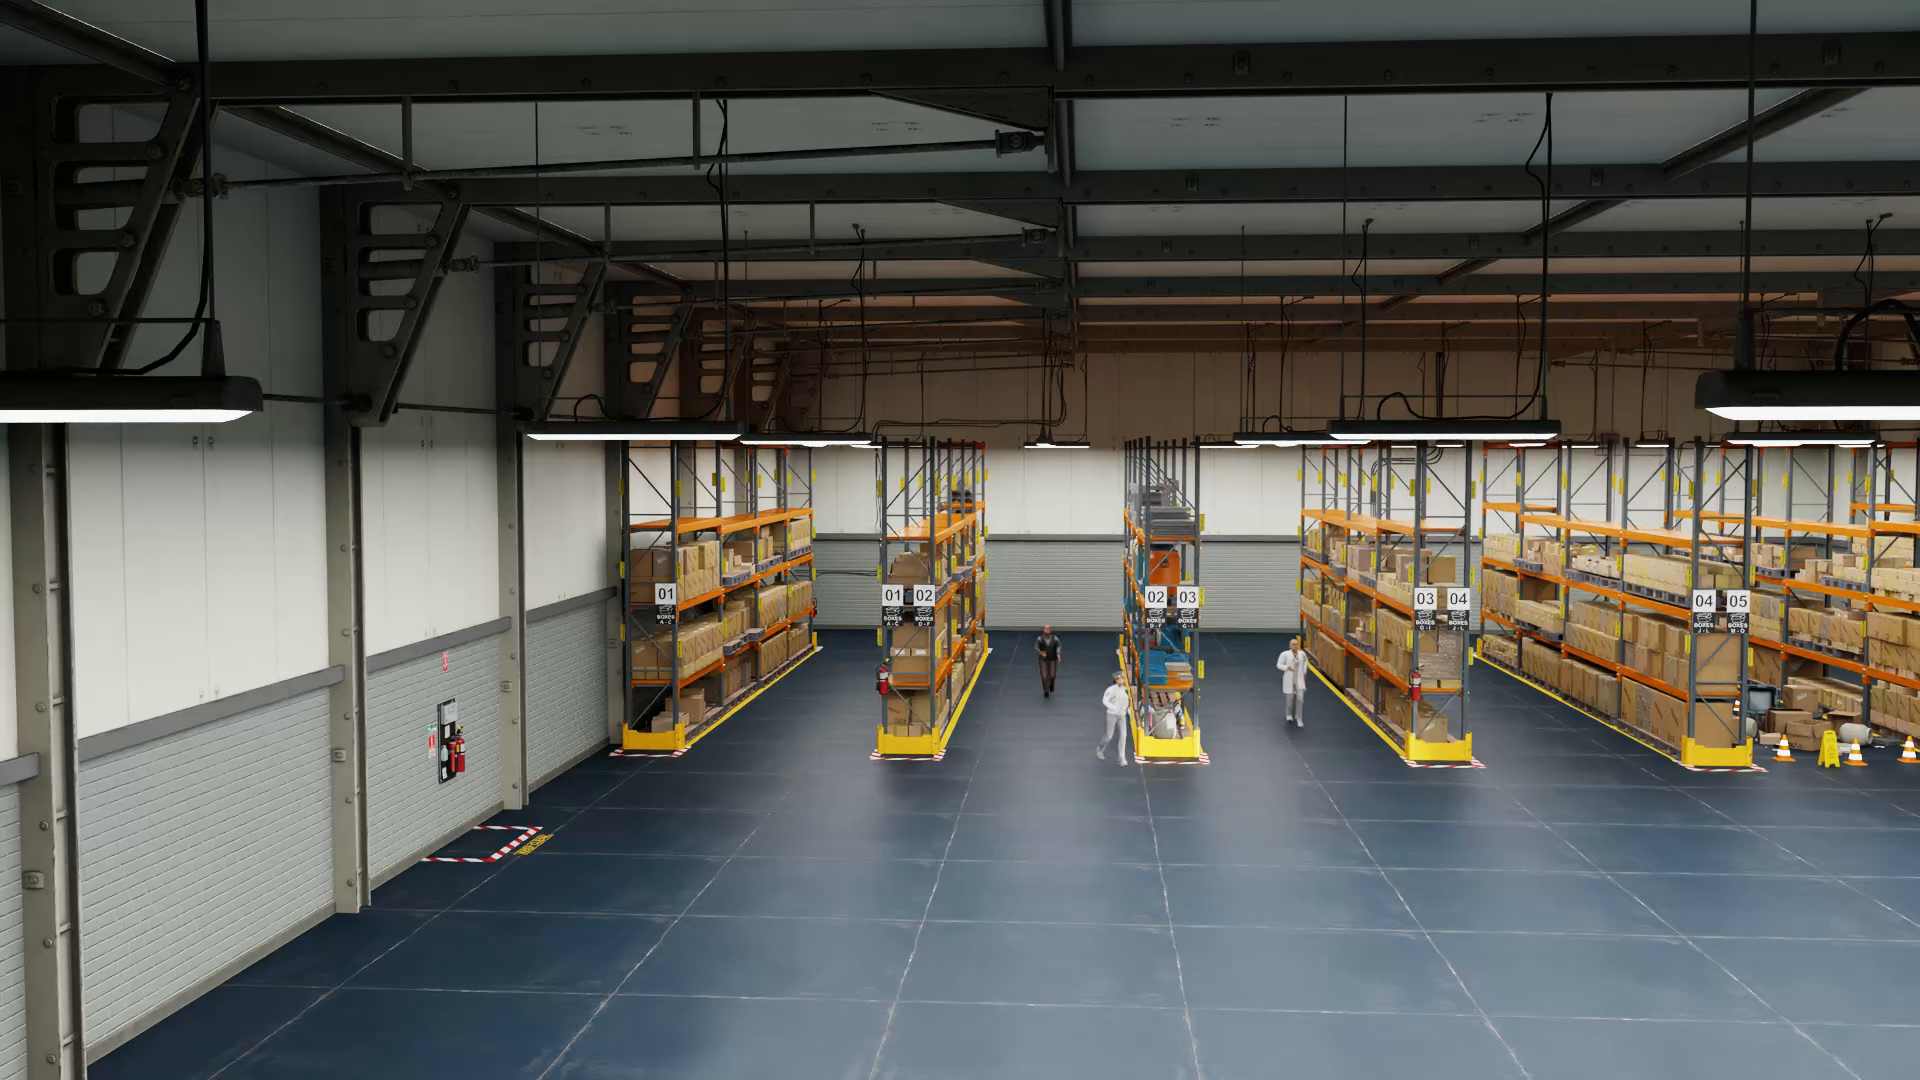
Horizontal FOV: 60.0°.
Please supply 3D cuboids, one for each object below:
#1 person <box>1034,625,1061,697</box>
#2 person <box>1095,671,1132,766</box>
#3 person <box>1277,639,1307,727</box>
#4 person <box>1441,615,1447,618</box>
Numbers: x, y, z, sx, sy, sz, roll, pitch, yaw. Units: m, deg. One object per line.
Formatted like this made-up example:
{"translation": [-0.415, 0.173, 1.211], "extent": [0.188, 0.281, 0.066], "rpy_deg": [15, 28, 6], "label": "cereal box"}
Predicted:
{"translation": [2.049, 2.815, 38.672], "extent": [0.653, 1.680, 0.568], "rpy_deg": [0, 3, -1], "label": "person"}
{"translation": [2.929, 3.245, 30.558], "extent": [0.665, 1.668, 0.862], "rpy_deg": [-2, 3, -27], "label": "person"}
{"translation": [6.957, 2.993, 34.769], "extent": [0.690, 1.852, 0.844], "rpy_deg": [0, 3, 1], "label": "person"}
{"translation": [13.083, 2.435, 44.985], "extent": [0.744, 1.791, 0.876], "rpy_deg": [1, 3, 10], "label": "person"}
